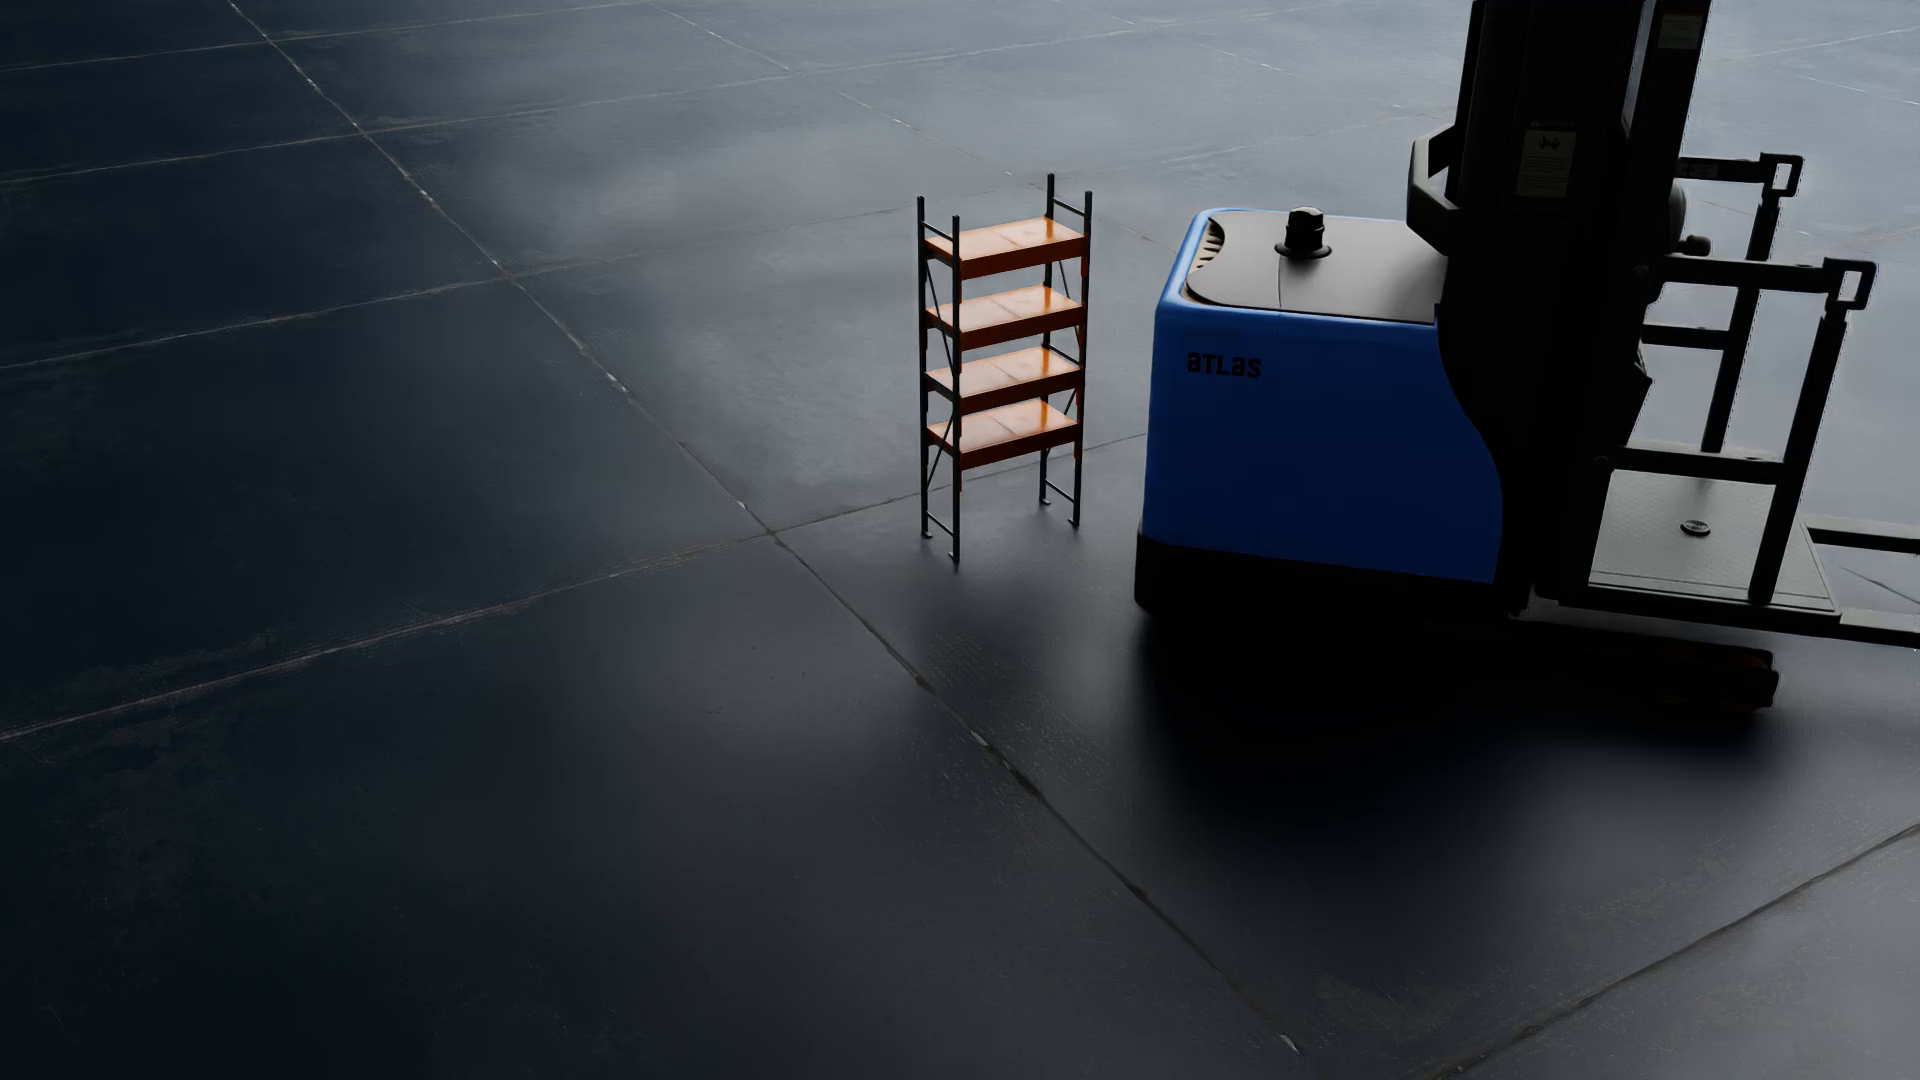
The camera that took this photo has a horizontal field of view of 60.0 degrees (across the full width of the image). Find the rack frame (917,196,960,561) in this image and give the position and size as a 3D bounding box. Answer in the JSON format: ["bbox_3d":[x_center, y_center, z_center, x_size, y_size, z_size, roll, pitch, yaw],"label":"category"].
[{"bbox_3d":[-0.068,-0.506,5.425,0.015,1.200,0.240,-16,33,-26],"label":"rack frame"}]

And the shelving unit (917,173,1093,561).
[{"bbox_3d":[0.143,-0.566,5.534,0.503,1.200,0.258,-16,33,-26],"label":"shelving unit"}]

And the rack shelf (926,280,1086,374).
[{"bbox_3d":[0.143,-0.703,5.458,0.480,0.148,0.258,-16,33,-26],"label":"rack shelf"}]

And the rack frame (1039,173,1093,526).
[{"bbox_3d":[0.353,-0.626,5.642,0.015,1.200,0.240,-16,33,-26],"label":"rack frame"}]

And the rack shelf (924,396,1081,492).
[{"bbox_3d":[0.143,-0.333,5.662,0.480,0.148,0.258,-16,33,-26],"label":"rack shelf"}]

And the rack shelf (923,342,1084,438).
[{"bbox_3d":[0.143,-0.507,5.566,0.480,0.148,0.258,-16,33,-26],"label":"rack shelf"}]

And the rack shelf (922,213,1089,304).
[{"bbox_3d":[0.143,-0.910,5.344,0.480,0.148,0.258,-16,33,-26],"label":"rack shelf"}]

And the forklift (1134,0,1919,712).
[{"bbox_3d":[2.126,-1.066,4.649,3.031,2.935,1.130,7,30,12],"label":"forklift"}]
